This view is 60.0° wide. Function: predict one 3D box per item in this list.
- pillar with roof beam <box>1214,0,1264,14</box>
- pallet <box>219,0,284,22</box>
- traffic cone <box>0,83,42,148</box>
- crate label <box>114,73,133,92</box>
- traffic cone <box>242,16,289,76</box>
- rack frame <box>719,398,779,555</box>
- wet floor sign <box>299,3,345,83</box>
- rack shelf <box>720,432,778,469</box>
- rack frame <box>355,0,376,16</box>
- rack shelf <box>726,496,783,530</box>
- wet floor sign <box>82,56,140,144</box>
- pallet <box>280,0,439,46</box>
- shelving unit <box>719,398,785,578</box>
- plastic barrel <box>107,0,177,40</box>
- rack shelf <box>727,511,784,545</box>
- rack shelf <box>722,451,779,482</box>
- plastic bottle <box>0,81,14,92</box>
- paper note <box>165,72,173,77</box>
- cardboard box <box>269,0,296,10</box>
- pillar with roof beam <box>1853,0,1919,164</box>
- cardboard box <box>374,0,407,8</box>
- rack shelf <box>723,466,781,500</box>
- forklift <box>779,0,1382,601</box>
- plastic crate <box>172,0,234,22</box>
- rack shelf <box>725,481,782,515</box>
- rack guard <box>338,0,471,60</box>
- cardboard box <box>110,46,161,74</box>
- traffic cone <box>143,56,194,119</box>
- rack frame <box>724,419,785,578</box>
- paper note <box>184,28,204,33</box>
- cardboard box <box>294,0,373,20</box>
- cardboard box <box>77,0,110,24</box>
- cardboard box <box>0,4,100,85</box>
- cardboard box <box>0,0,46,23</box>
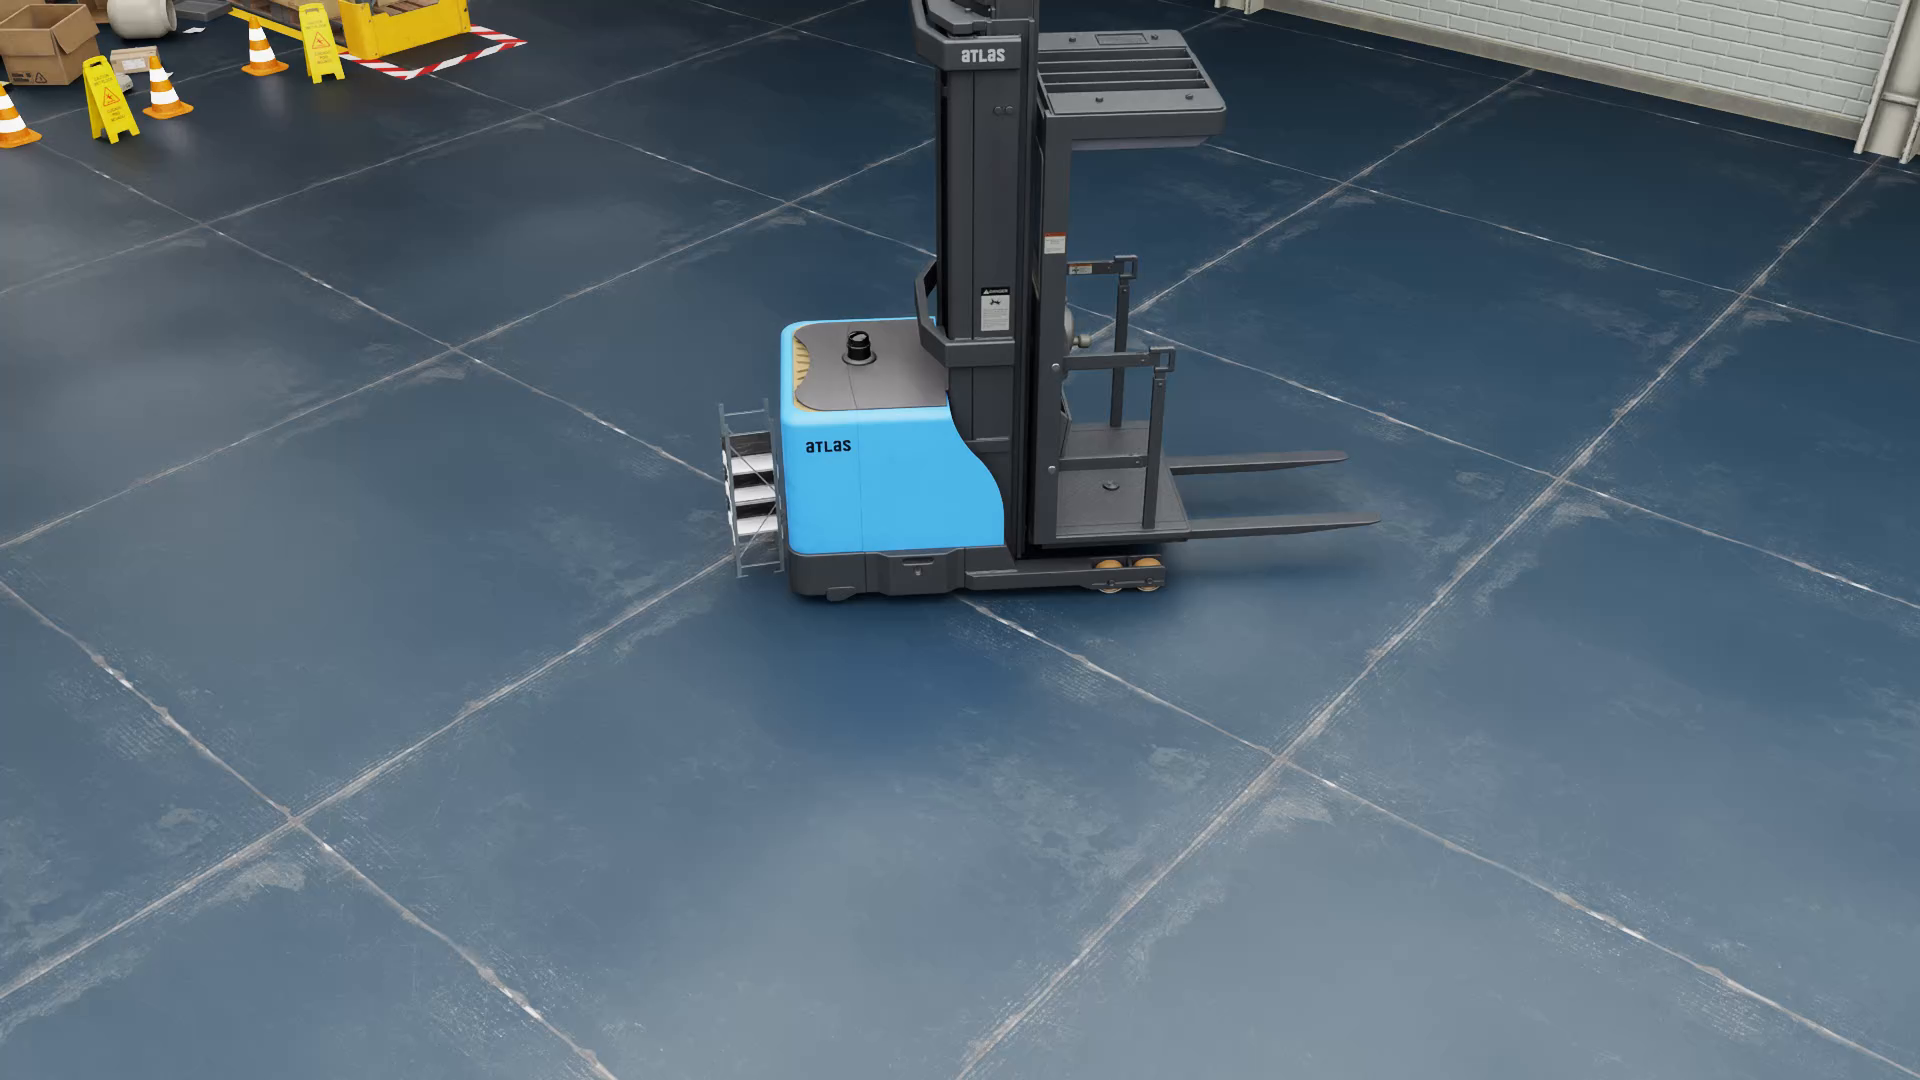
[{"bbox_3d":[0.004,-7.098,11.136,0.400,9.000,9.100,25,42,32],"label":"pillar with roof beam"},{"bbox_3d":[-6.661,-5.495,16.565,1.213,0.211,1.003,25,42,32],"label":"pallet"},{"bbox_3d":[-7.656,-3.440,13.350,0.334,0.463,0.336,25,42,32],"label":"traffic cone"},{"bbox_3d":[-7.316,-3.932,14.354,0.298,0.136,0.250,6,35,8],"label":"crate label"},{"bbox_3d":[-6.223,-4.414,14.769,0.334,0.463,0.336,25,42,32],"label":"traffic cone"},{"bbox_3d":[-1.062,-0.308,8.404,0.240,0.900,0.006,-8,35,-11],"label":"rack frame"},{"bbox_3d":[-5.606,-4.361,14.530,0.267,0.644,0.232,-18,38,-25],"label":"wet floor sign"},{"bbox_3d":[-1.038,-0.447,8.188,0.258,0.077,0.200,-8,35,-11],"label":"rack shelf"},{"bbox_3d":[-5.067,-5.866,14.641,0.127,3.000,1.000,25,42,32],"label":"rack frame"},{"bbox_3d":[-1.038,-0.150,8.392,0.258,0.077,0.200,-8,35,-11],"label":"rack shelf"},{"bbox_3d":[-6.868,-3.556,13.358,0.232,0.644,0.267,18,38,24],"label":"wet floor sign"},{"bbox_3d":[-5.727,-5.053,15.922,1.213,0.211,1.003,25,42,32],"label":"pallet"},{"bbox_3d":[-1.038,-0.252,8.322,0.258,0.900,0.210,-8,35,-11],"label":"shelving unit"},{"bbox_3d":[-7.623,-4.893,15.501,0.512,0.421,0.421,-6,35,-8],"label":"plastic barrel"},{"bbox_3d":[-1.038,-0.076,8.443,0.258,0.077,0.200,-8,35,-11],"label":"rack shelf"},{"bbox_3d":[-1.038,-0.373,8.239,0.258,0.077,0.200,-8,35,-11],"label":"rack shelf"},{"bbox_3d":[-8.375,-3.938,14.431,0.283,0.061,0.133,12,36,16],"label":"plastic bottle"},{"bbox_3d":[-7.067,-4.118,14.719,0.142,0.019,0.148,12,36,16],"label":"paper note"},{"bbox_3d":[-6.254,-5.272,15.835,0.500,0.250,0.500,25,42,32],"label":"cardboard box"},{"bbox_3d":[4.615,-4.924,7.971,0.400,9.000,9.100,25,42,32],"label":"pillar with roof beam"},{"bbox_3d":[-5.510,-5.318,15.902,0.500,0.250,0.500,25,42,31],"label":"cardboard box"},{"bbox_3d":[-1.038,-0.299,8.290,0.258,0.077,0.200,-8,35,-11],"label":"rack shelf"},{"bbox_3d":[0.622,-1.239,7.965,3.031,2.935,1.130,-3,35,-4],"label":"forklift"},{"bbox_3d":[-7.459,-5.186,16.230,0.583,0.080,0.402,12,36,16],"label":"plastic crate"},{"bbox_3d":[-1.038,-0.225,8.341,0.258,0.077,0.200,-8,35,-11],"label":"rack shelf"},{"bbox_3d":[-5.126,-4.863,15.389,0.348,0.500,1.175,25,42,32],"label":"rack guard"},{"bbox_3d":[-7.367,-4.286,14.860,0.380,0.149,0.250,-12,36,-17],"label":"cardboard box"},{"bbox_3d":[-6.672,-3.808,13.887,0.334,0.463,0.336,25,42,32],"label":"traffic cone"},{"bbox_3d":[-1.014,-0.196,8.241,0.240,0.900,0.006,-8,35,-11],"label":"rack frame"},{"bbox_3d":[-7.262,-4.840,15.771,0.148,0.019,0.142,12,36,16],"label":"paper note"},{"bbox_3d":[-5.879,-5.090,15.570,0.500,0.250,0.500,25,42,32],"label":"cardboard box"},{"bbox_3d":[-8.189,-5.305,16.031,0.500,0.500,0.500,-6,35,-8],"label":"cardboard box"},{"bbox_3d":[-8.037,-4.371,14.671,0.637,0.503,0.797,0,34,0],"label":"cardboard box"},{"bbox_3d":[-8.761,-4.762,15.120,0.503,0.637,0.797,25,42,32],"label":"cardboard box"}]
